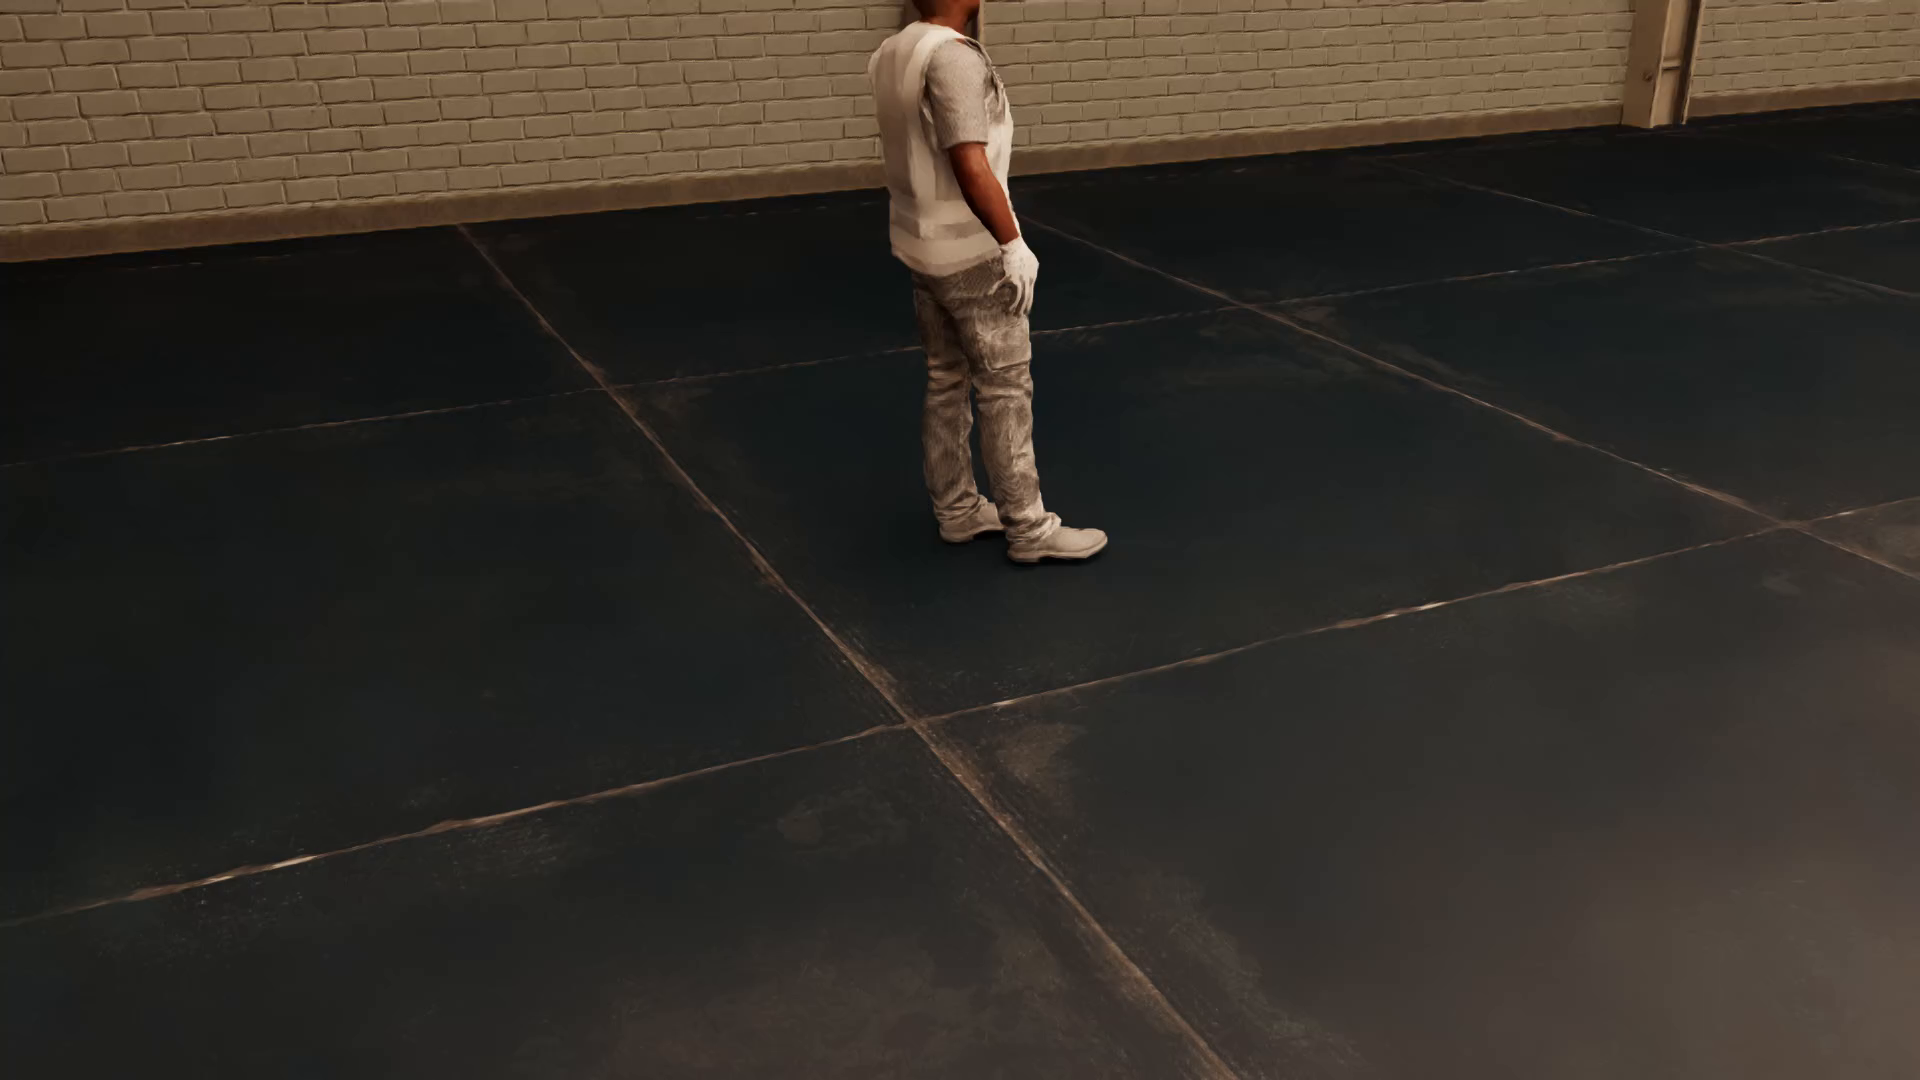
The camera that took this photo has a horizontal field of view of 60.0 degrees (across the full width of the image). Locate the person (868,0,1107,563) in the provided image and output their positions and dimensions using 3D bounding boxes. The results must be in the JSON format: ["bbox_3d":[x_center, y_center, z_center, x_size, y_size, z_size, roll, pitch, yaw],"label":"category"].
[{"bbox_3d":[0.069,-0.839,4.784,0.576,1.782,0.655,-10,25,-23],"label":"person"}]
